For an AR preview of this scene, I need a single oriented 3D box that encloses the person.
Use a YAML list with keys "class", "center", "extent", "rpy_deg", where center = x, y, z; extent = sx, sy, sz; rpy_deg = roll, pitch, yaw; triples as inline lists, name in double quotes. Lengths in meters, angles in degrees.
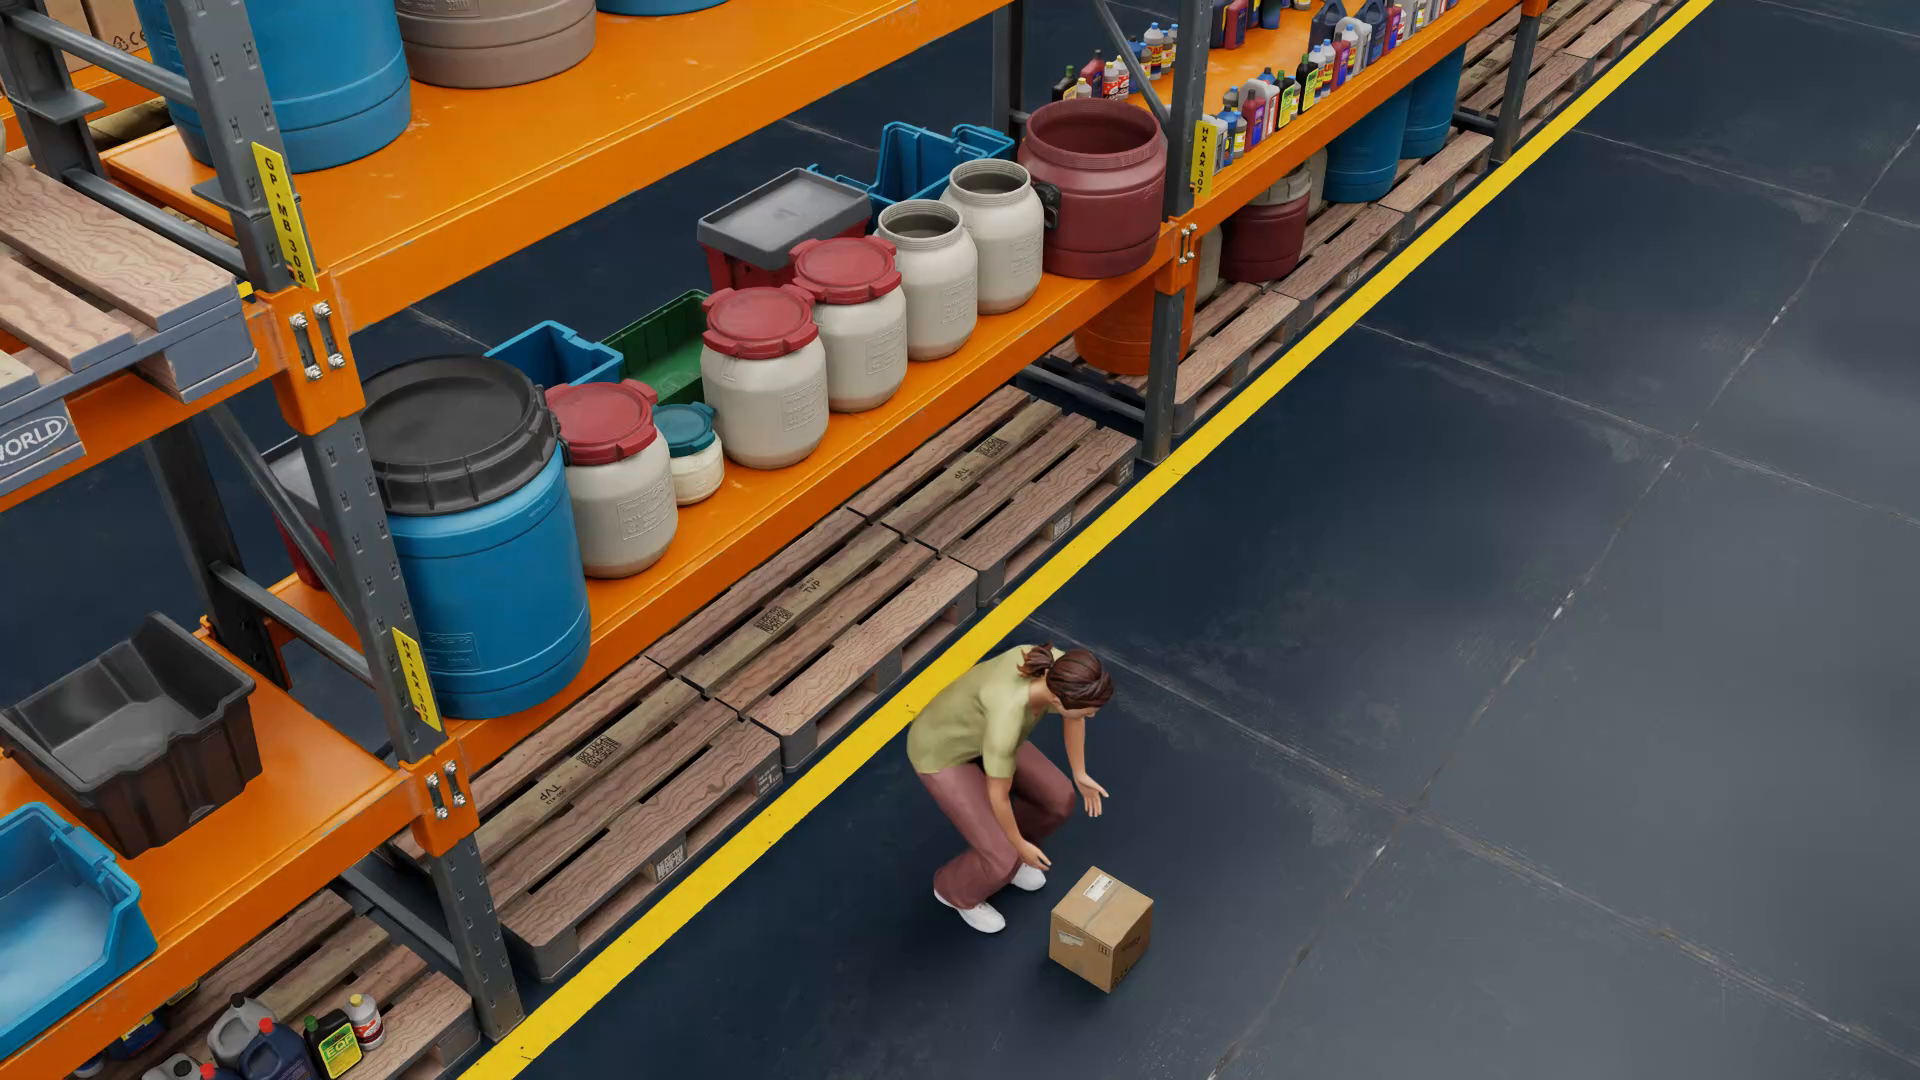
- class: "person"
  center: [0.174, 0.761, 5.538]
  extent: [0.695, 1.275, 0.511]
  rpy_deg: [26, 46, 28]
